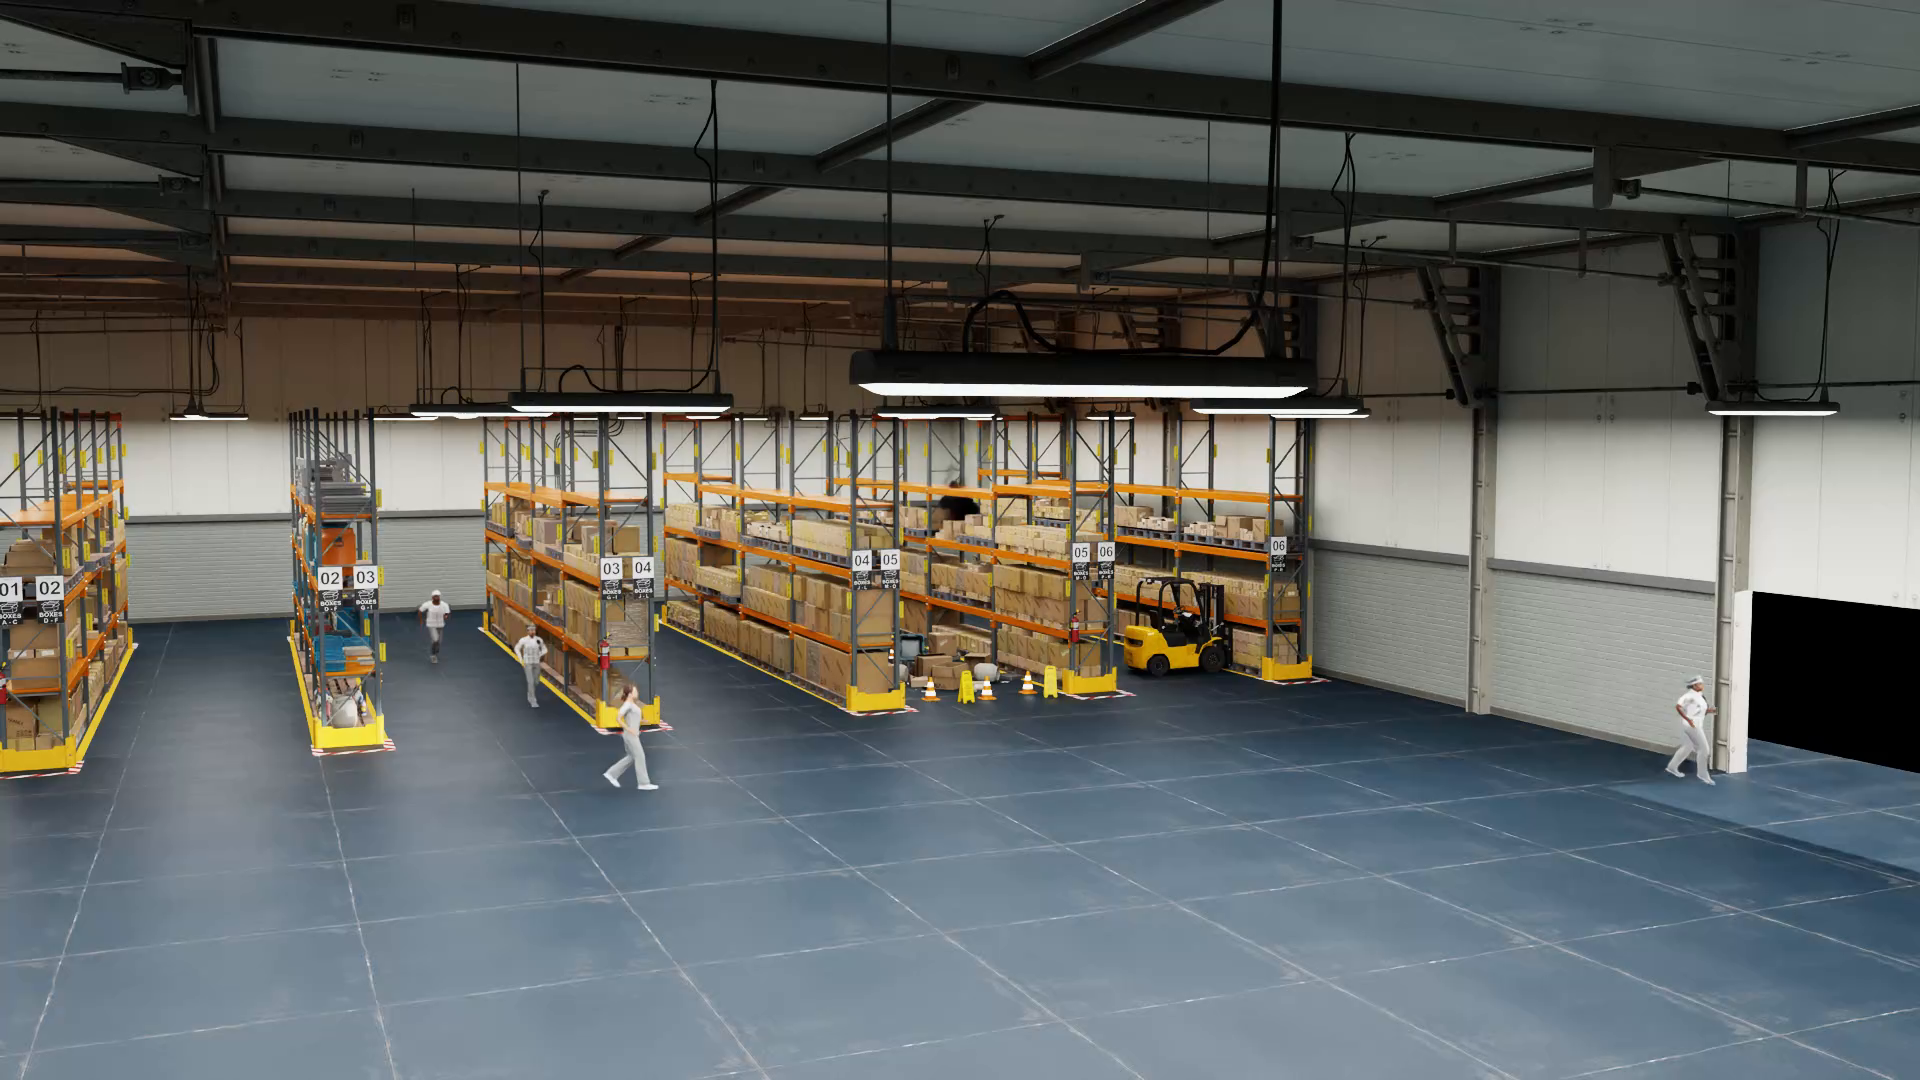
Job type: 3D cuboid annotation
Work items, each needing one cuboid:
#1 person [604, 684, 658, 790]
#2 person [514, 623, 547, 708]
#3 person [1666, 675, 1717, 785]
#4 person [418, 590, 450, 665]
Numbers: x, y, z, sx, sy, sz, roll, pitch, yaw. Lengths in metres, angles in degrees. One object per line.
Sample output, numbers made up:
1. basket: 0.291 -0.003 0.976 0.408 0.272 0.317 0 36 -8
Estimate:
1. person: -5.130 3.062 25.875 0.845 1.659 0.581 0 4 -4
2. person: -8.666 2.509 33.675 0.628 1.683 0.813 -2 5 -31
3. person: 11.709 3.013 26.583 0.731 1.739 0.527 2 5 29
4. person: -12.458 2.079 39.524 0.668 1.786 0.809 -3 5 -37
